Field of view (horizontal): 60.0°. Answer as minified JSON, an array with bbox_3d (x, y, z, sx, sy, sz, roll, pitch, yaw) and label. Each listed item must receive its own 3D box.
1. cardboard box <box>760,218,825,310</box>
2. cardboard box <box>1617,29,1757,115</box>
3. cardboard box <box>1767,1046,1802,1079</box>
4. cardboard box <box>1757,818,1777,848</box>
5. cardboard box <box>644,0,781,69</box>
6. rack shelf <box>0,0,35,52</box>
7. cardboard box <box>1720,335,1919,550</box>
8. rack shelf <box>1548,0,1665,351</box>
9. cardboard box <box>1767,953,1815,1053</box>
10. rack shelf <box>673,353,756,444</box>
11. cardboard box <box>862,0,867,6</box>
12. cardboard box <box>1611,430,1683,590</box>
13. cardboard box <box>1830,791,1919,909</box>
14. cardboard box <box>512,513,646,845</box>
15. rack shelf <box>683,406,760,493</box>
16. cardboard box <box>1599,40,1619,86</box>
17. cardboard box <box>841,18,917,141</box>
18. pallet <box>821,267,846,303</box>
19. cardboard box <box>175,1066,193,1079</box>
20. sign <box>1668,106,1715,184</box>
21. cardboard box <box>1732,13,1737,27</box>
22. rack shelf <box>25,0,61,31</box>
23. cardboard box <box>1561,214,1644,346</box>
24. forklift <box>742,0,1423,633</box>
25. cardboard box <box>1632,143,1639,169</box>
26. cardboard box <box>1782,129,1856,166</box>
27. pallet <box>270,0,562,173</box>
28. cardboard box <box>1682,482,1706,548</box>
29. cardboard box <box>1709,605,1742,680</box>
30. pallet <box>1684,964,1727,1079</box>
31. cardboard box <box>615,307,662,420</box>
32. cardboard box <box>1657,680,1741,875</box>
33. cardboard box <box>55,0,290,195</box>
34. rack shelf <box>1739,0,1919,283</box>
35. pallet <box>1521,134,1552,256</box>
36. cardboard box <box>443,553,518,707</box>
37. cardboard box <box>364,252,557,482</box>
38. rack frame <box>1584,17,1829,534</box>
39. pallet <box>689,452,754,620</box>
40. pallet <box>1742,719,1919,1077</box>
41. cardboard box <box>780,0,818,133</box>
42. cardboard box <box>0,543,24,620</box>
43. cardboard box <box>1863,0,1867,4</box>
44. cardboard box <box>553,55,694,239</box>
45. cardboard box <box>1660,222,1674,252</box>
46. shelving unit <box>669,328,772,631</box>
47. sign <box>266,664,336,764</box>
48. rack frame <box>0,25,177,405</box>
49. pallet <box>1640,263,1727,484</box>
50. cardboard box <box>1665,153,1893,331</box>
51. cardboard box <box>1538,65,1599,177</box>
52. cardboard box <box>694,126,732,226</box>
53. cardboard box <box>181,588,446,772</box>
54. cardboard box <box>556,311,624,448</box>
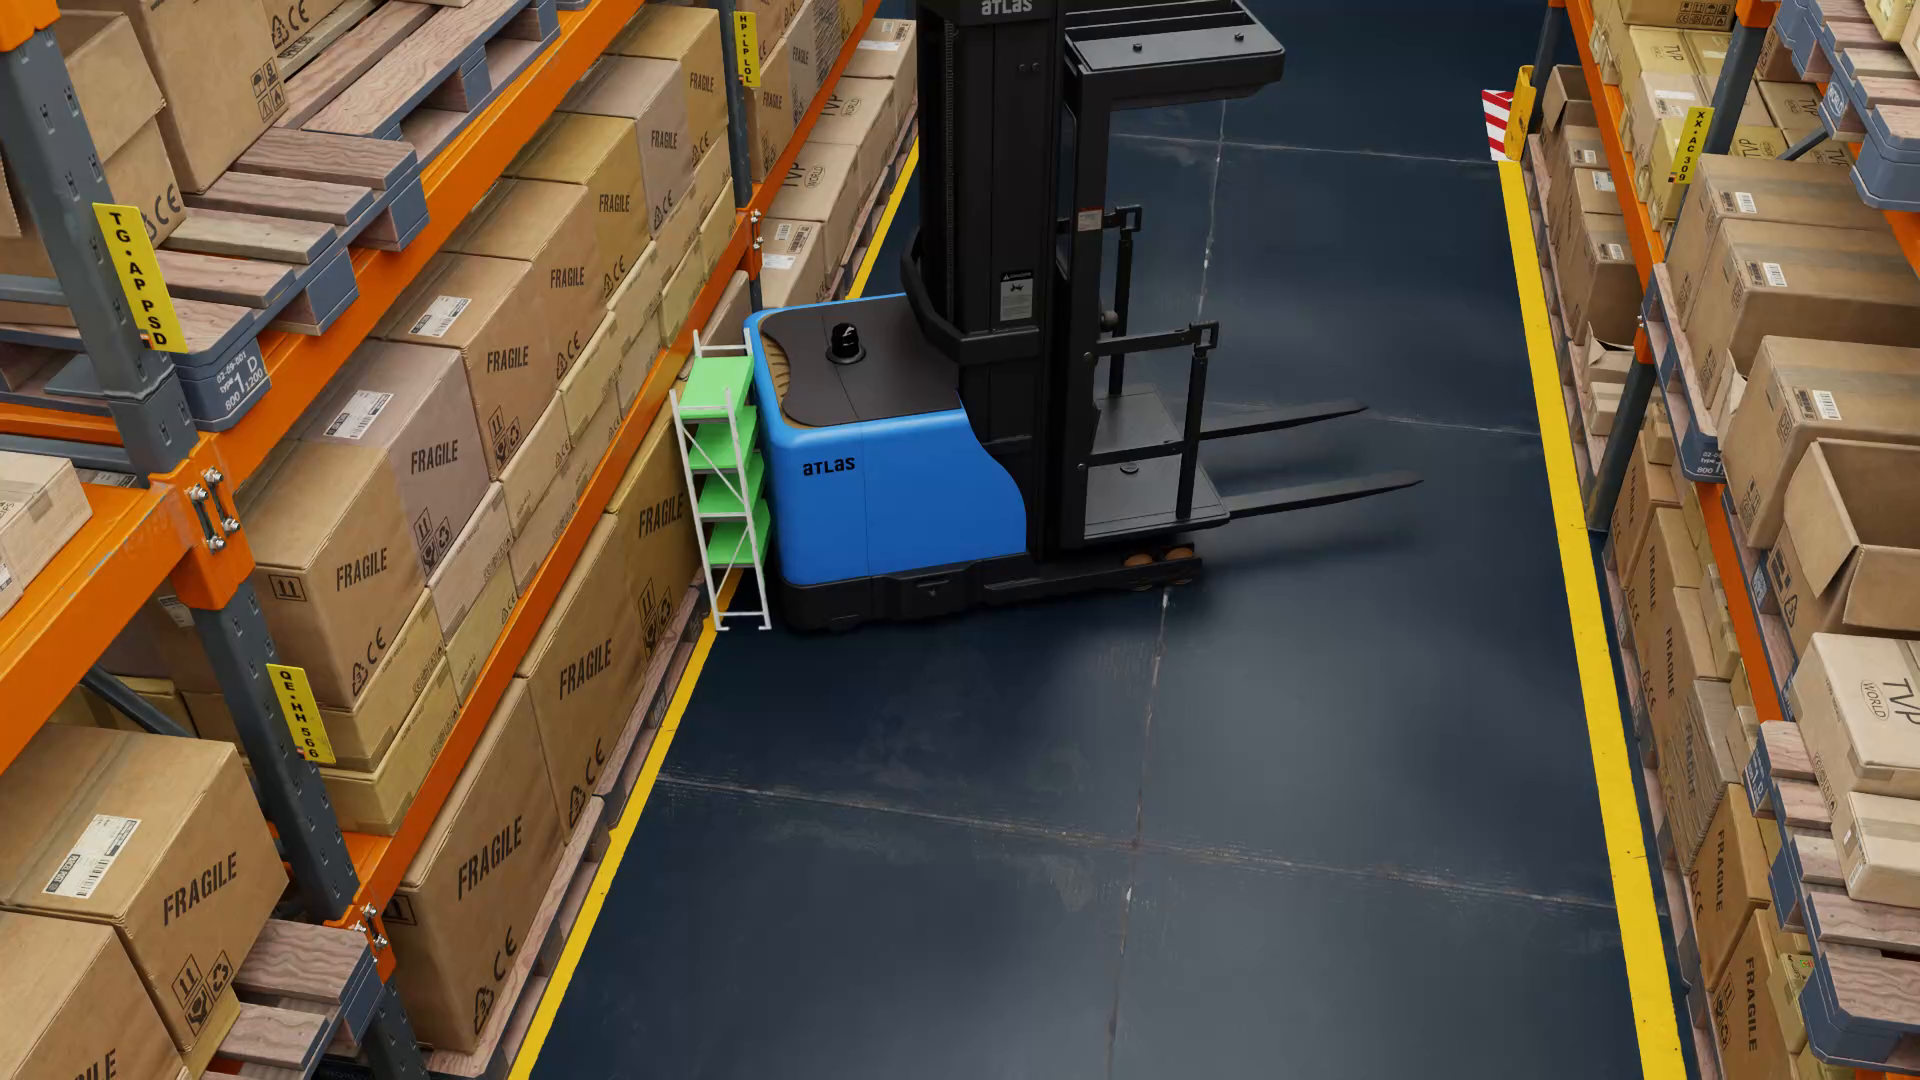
[{"bbox_3d":[-1.230,-1.281,8.626,0.875,0.438,0.875,6,40,7],"label":"cardboard box"},{"bbox_3d":[3.464,-2.210,7.953,0.500,0.250,0.500,6,40,7],"label":"cardboard box"},{"bbox_3d":[2.614,1.844,4.798,0.500,0.500,0.500,7,40,9],"label":"cardboard box"},{"bbox_3d":[2.828,0.893,5.439,0.380,0.149,0.250,6,40,7],"label":"cardboard box"},{"bbox_3d":[-1.123,-2.420,7.460,0.500,0.500,0.500,7,40,8],"label":"cardboard box"},{"bbox_3d":[-2.483,0.161,1.372,1.077,0.370,4.000,6,40,8],"label":"rack shelf"},{"bbox_3d":[2.916,-0.283,5.330,0.700,0.500,0.500,6,40,7],"label":"cardboard box"},{"bbox_3d":[3.791,-2.157,8.569,1.077,0.370,4.000,6,40,8],"label":"rack shelf"},{"bbox_3d":[2.606,1.370,4.862,0.380,0.149,0.250,4,40,5],"label":"cardboard box"},{"bbox_3d":[-0.996,-0.582,6.823,0.258,0.148,0.480,-2,35,5],"label":"rack shelf"},{"bbox_3d":[-0.756,-3.304,9.313,0.500,0.500,0.500,7,40,9],"label":"cardboard box"},{"bbox_3d":[3.140,-0.099,7.148,0.500,0.500,0.500,8,40,10],"label":"cardboard box"},{"bbox_3d":[2.489,0.812,4.282,0.380,0.149,0.250,7,40,8],"label":"cardboard box"},{"bbox_3d":[-1.777,0.460,6.178,0.875,0.875,0.875,7,40,8],"label":"cardboard box"},{"bbox_3d":[-0.979,-0.387,6.961,0.258,0.148,0.480,-2,35,5],"label":"rack shelf"},{"bbox_3d":[3.513,-2.446,8.552,0.380,0.149,0.250,7,40,9],"label":"cardboard box"},{"bbox_3d":[-0.768,-2.984,10.686,0.875,0.438,0.875,5,40,6],"label":"cardboard box"},{"bbox_3d":[-1.236,-1.118,8.937,1.003,0.211,1.213,6,40,8],"label":"pallet"},{"bbox_3d":[-1.936,1.292,3.701,0.380,0.149,0.250,6,40,7],"label":"cardboard box"},{"bbox_3d":[2.909,-1.568,6.613,0.100,0.325,0.005,6,40,8],"label":"sign"},{"bbox_3d":[4.048,-2.466,8.263,0.500,0.250,0.500,6,40,8],"label":"cardboard box"},{"bbox_3d":[-1.790,-2.350,4.408,1.077,0.370,4.000,6,40,8],"label":"rack shelf"},{"bbox_3d":[3.572,-1.331,8.638,0.700,0.500,0.500,5,40,6],"label":"cardboard box"},{"bbox_3d":[0.608,-1.221,6.927,3.031,2.935,1.130,-9,40,-10],"label":"forklift"},{"bbox_3d":[3.368,-1.803,7.774,0.380,0.149,0.250,7,40,9],"label":"cardboard box"},{"bbox_3d":[3.797,-1.517,7.115,0.500,0.250,0.500,6,40,7],"label":"cardboard box"},{"bbox_3d":[-1.887,-1.409,4.894,1.003,0.211,1.213,8,40,10],"label":"pallet"},{"bbox_3d":[3.116,-0.087,6.624,0.380,0.149,0.250,4,40,5],"label":"cardboard box"},{"bbox_3d":[2.957,0.395,6.042,0.380,0.149,0.250,8,40,9],"label":"cardboard box"},{"bbox_3d":[2.919,1.942,5.236,1.003,0.211,1.213,6,40,8],"label":"pallet"},{"bbox_3d":[-1.469,-0.723,6.388,0.500,0.250,0.500,5,40,6],"label":"cardboard box"},{"bbox_3d":[2.871,0.874,5.971,0.500,0.500,0.500,5,40,6],"label":"cardboard box"},{"bbox_3d":[-2.152,-1.212,4.100,0.700,0.500,0.500,5,40,5],"label":"cardboard box"},{"bbox_3d":[3.099,-0.803,4.577,1.077,0.370,4.000,6,40,8],"label":"rack shelf"},{"bbox_3d":[3.987,-2.066,10.084,1.003,0.211,1.213,6,40,8],"label":"pallet"},{"bbox_3d":[-1.733,0.241,5.223,0.500,0.250,0.500,5,40,6],"label":"cardboard box"},{"bbox_3d":[-1.629,-0.556,5.205,0.500,0.500,0.500,7,40,9],"label":"cardboard box"},{"bbox_3d":[3.445,-1.179,6.822,1.000,3.000,0.127,6,40,8],"label":"rack frame"},{"bbox_3d":[-1.504,-0.157,7.774,1.003,0.211,1.213,6,40,8],"label":"pallet"},{"bbox_3d":[2.801,0.972,4.371,1.213,0.211,1.003,6,40,8],"label":"pallet"},{"bbox_3d":[-1.014,-2.344,8.152,0.500,0.500,0.500,7,40,8],"label":"cardboard box"},{"bbox_3d":[-2.019,0.105,3.112,0.380,0.149,0.250,6,40,8],"label":"cardboard box"},{"bbox_3d":[2.827,-1.654,4.831,0.380,0.149,0.250,6,40,7],"label":"cardboard box"},{"bbox_3d":[-1.357,-1.514,6.364,0.500,0.500,0.500,7,40,9],"label":"cardboard box"},{"bbox_3d":[3.252,-1.310,7.178,0.380,0.149,0.250,7,40,8],"label":"cardboard box"},{"bbox_3d":[-0.967,-0.244,7.063,0.258,1.200,0.503,-2,35,5],"label":"shelving unit"},{"bbox_3d":[-1.600,0.424,4.036,0.100,0.325,0.005,6,40,8],"label":"sign"},{"bbox_3d":[-2.137,-1.526,2.533,1.000,3.000,0.127,6,40,8],"label":"rack frame"},{"bbox_3d":[3.199,-0.616,6.291,1.003,0.211,1.213,6,40,8],"label":"pallet"},{"bbox_3d":[3.141,-1.101,6.319,0.700,0.500,0.500,7,40,9],"label":"cardboard box"},{"bbox_3d":[3.938,-2.516,10.068,0.797,0.503,0.637,5,40,6],"label":"cardboard box"},{"bbox_3d":[-1.281,-1.555,7.003,0.500,0.250,0.500,6,40,8],"label":"cardboard box"},{"bbox_3d":[-1.806,0.361,4.685,0.500,0.250,0.500,6,40,7],"label":"cardboard box"},{"bbox_3d":[-1.516,-0.592,5.837,0.500,0.250,0.500,7,40,8],"label":"cardboard box"}]
